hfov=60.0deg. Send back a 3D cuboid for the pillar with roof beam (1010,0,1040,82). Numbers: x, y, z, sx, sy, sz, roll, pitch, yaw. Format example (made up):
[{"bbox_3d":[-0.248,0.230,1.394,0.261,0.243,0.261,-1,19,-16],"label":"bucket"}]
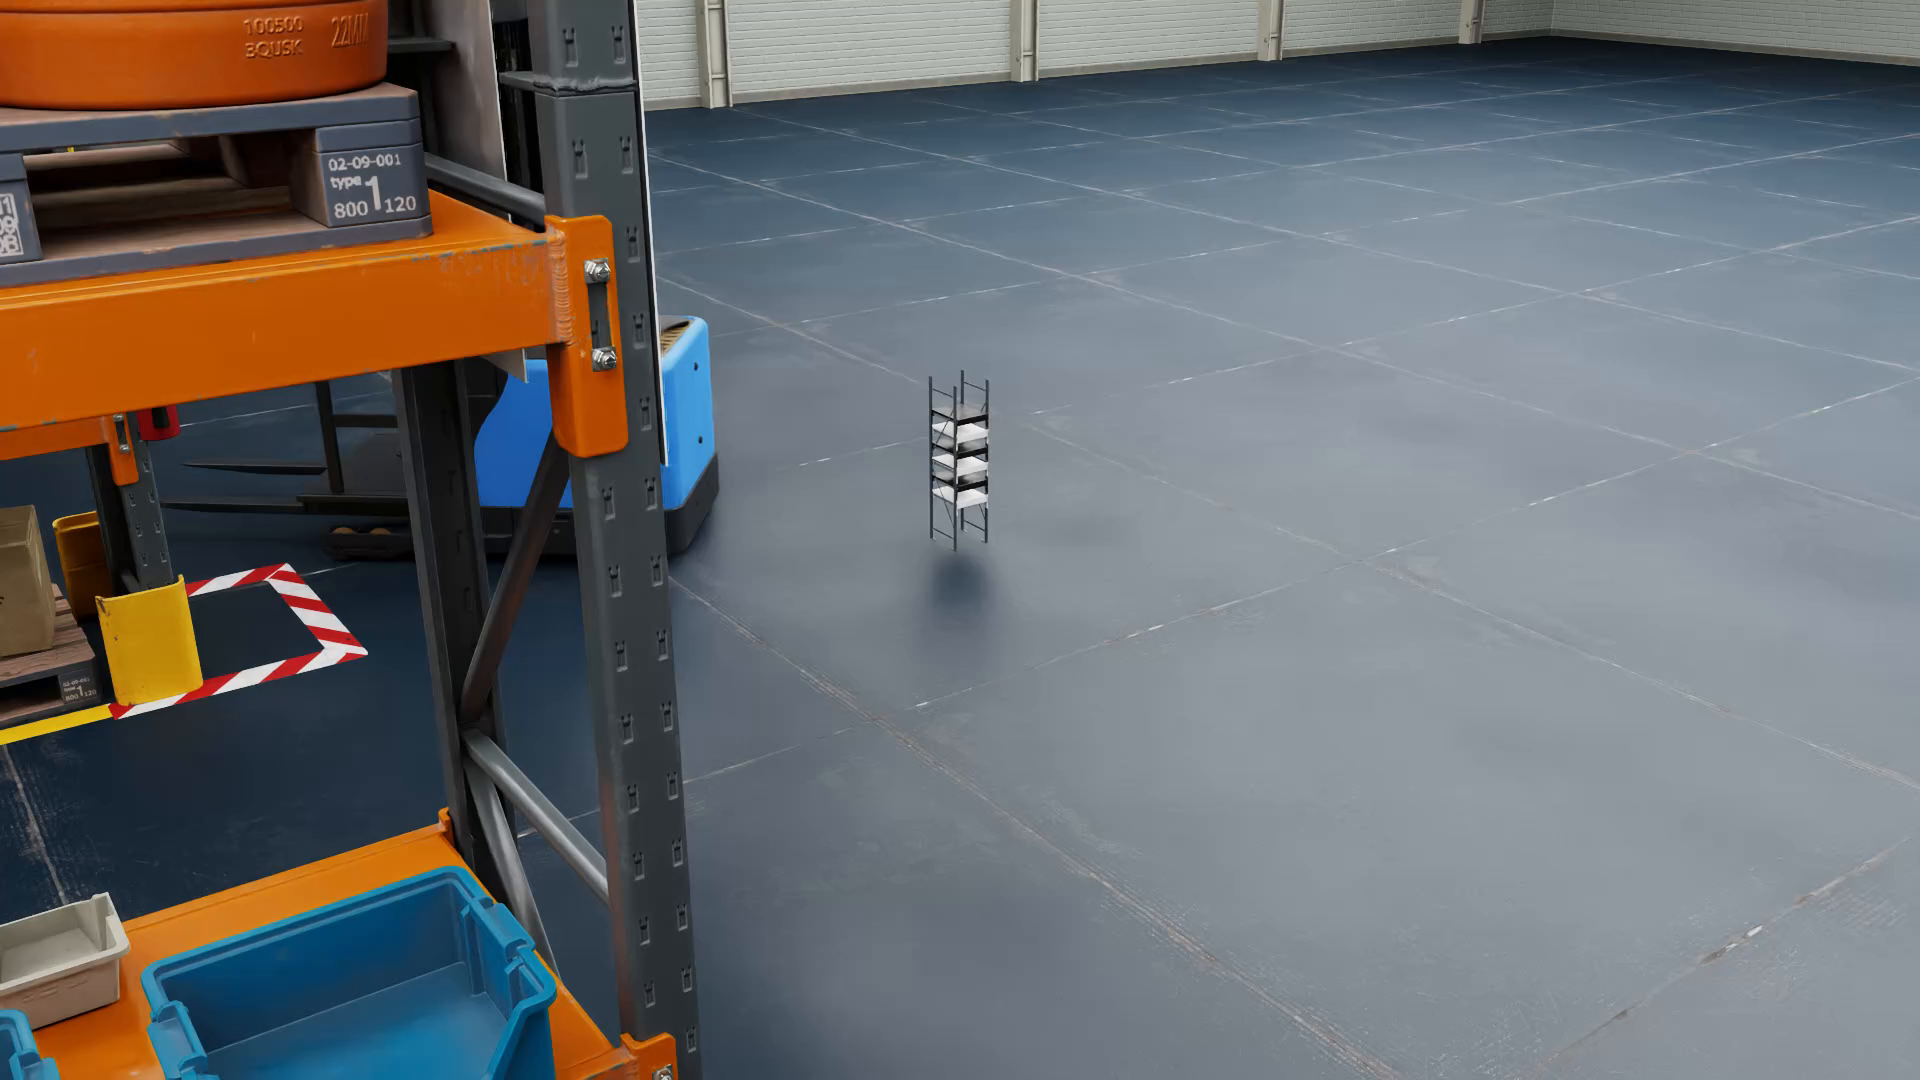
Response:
[{"bbox_3d":[3.629,-10.883,24.027,0.400,9.000,9.100,-15,26,-33],"label":"pillar with roof beam"}]

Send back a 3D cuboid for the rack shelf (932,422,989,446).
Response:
[{"bbox_3d":[-0.007,-0.552,8.671,0.200,0.077,0.258,-15,26,-33],"label":"rack shelf"}]

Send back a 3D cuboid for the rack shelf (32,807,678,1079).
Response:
[{"bbox_3d":[-2.447,1.356,2.422,4.000,0.370,1.077,-15,26,-33],"label":"rack shelf"}]

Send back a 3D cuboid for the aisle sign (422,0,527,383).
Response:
[{"bbox_3d":[-0.936,-0.722,3.151,0.004,0.787,0.394,-15,26,-33],"label":"aisle sign"}]

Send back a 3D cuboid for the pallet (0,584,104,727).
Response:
[{"bbox_3d":[-4.458,0.576,7.169,1.213,0.211,1.003,-15,26,-33],"label":"pallet"}]

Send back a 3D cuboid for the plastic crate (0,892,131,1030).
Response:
[{"bbox_3d":[-1.737,0.808,3.179,0.250,0.136,0.298,-15,26,-33],"label":"plastic crate"}]

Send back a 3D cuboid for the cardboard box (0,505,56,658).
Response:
[{"bbox_3d":[-4.232,0.195,7.167,0.500,0.500,0.500,-10,24,-23],"label":"cardboard box"}]

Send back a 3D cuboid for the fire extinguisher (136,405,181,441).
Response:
[{"bbox_3d":[-3.354,-0.751,6.836,0.183,0.674,0.296,-15,26,-33],"label":"fire extinguisher"}]

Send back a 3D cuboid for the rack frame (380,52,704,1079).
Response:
[{"bbox_3d":[-0.823,0.589,3.373,0.127,3.000,1.000,-15,26,-33],"label":"rack frame"}]

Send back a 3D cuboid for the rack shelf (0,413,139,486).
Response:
[{"bbox_3d":[-5.339,-0.134,6.156,4.000,0.370,1.077,-15,26,-33],"label":"rack shelf"}]

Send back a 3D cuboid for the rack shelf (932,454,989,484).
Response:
[{"bbox_3d":[-0.007,-0.385,8.738,0.200,0.077,0.258,-15,26,-33],"label":"rack shelf"}]

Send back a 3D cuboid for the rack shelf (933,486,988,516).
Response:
[{"bbox_3d":[-0.007,-0.218,8.804,0.200,0.077,0.258,-15,26,-33],"label":"rack shelf"}]

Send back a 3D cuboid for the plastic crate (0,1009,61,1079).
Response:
[{"bbox_3d":[-1.585,0.995,2.556,0.408,0.251,0.499,-15,26,-33],"label":"plastic crate"}]

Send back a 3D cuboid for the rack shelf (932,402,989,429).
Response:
[{"bbox_3d":[-0.007,-0.636,8.637,0.200,0.077,0.258,-15,26,-33],"label":"rack shelf"}]

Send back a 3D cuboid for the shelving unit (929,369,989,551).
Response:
[{"bbox_3d":[-0.007,-0.416,8.725,0.210,0.900,0.258,-15,26,-33],"label":"shelving unit"}]

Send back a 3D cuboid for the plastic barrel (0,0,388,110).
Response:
[{"bbox_3d":[-1.143,-1.055,2.300,0.708,0.830,0.600,-15,26,-33],"label":"plastic barrel"}]

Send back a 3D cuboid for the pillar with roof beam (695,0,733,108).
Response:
[{"bbox_3d":[-1.242,-9.584,20.772,0.400,9.000,9.100,-15,26,-33],"label":"pillar with roof beam"}]

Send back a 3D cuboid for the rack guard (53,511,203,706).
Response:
[{"bbox_3d":[-3.777,0.276,7.529,0.348,0.500,1.175,-15,26,-33],"label":"rack guard"}]

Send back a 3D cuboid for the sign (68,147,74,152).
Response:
[{"bbox_3d":[-3.408,-1.414,6.405,0.005,0.325,0.100,-15,26,-33],"label":"sign"}]

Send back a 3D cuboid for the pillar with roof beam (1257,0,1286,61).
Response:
[{"bbox_3d":[8.499,-12.181,27.282,0.400,9.000,9.100,-15,26,-33],"label":"pillar with roof beam"}]

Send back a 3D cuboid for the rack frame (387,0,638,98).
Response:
[{"bbox_3d":[-0.823,-2.197,2.261,0.127,3.000,1.000,-15,26,-33],"label":"rack frame"}]

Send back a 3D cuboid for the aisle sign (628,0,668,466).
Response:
[{"bbox_3d":[-0.591,-0.545,2.706,0.004,0.787,0.394,-15,26,-33],"label":"aisle sign"}]

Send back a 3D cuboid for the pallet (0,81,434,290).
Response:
[{"bbox_3d":[-1.552,-0.567,2.477,1.213,0.211,1.003,-15,26,-33],"label":"pallet"}]

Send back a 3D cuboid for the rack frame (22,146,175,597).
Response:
[{"bbox_3d":[-3.716,-0.901,7.107,0.127,3.000,1.000,-15,26,-33],"label":"rack frame"}]

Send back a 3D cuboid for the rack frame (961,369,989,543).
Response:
[{"bbox_3d":[0.076,-0.438,8.780,0.006,0.900,0.240,-15,26,-33],"label":"rack frame"}]

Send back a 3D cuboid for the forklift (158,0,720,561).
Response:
[{"bbox_3d":[-2.896,-1.446,8.566,3.031,2.935,1.130,1,22,3],"label":"forklift"}]

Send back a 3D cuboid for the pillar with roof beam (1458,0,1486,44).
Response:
[{"bbox_3d":[13.370,-13.480,30.536,0.400,9.000,9.100,-15,26,-33],"label":"pillar with roof beam"}]

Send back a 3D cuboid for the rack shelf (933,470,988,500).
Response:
[{"bbox_3d":[-0.007,-0.302,8.771,0.200,0.077,0.258,-15,26,-33],"label":"rack shelf"}]

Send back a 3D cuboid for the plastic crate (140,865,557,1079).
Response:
[{"bbox_3d":[-1.055,0.856,2.904,0.616,0.251,0.499,-15,26,-33],"label":"plastic crate"}]

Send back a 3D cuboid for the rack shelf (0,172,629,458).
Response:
[{"bbox_3d":[-2.447,-0.037,1.866,4.000,0.370,1.077,-15,26,-33],"label":"rack shelf"}]

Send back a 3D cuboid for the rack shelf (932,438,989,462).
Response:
[{"bbox_3d":[-0.007,-0.469,8.704,0.200,0.077,0.258,-15,26,-33],"label":"rack shelf"}]

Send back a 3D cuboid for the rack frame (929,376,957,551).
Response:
[{"bbox_3d":[-0.089,-0.394,8.670,0.006,0.900,0.240,-15,26,-33],"label":"rack frame"}]
